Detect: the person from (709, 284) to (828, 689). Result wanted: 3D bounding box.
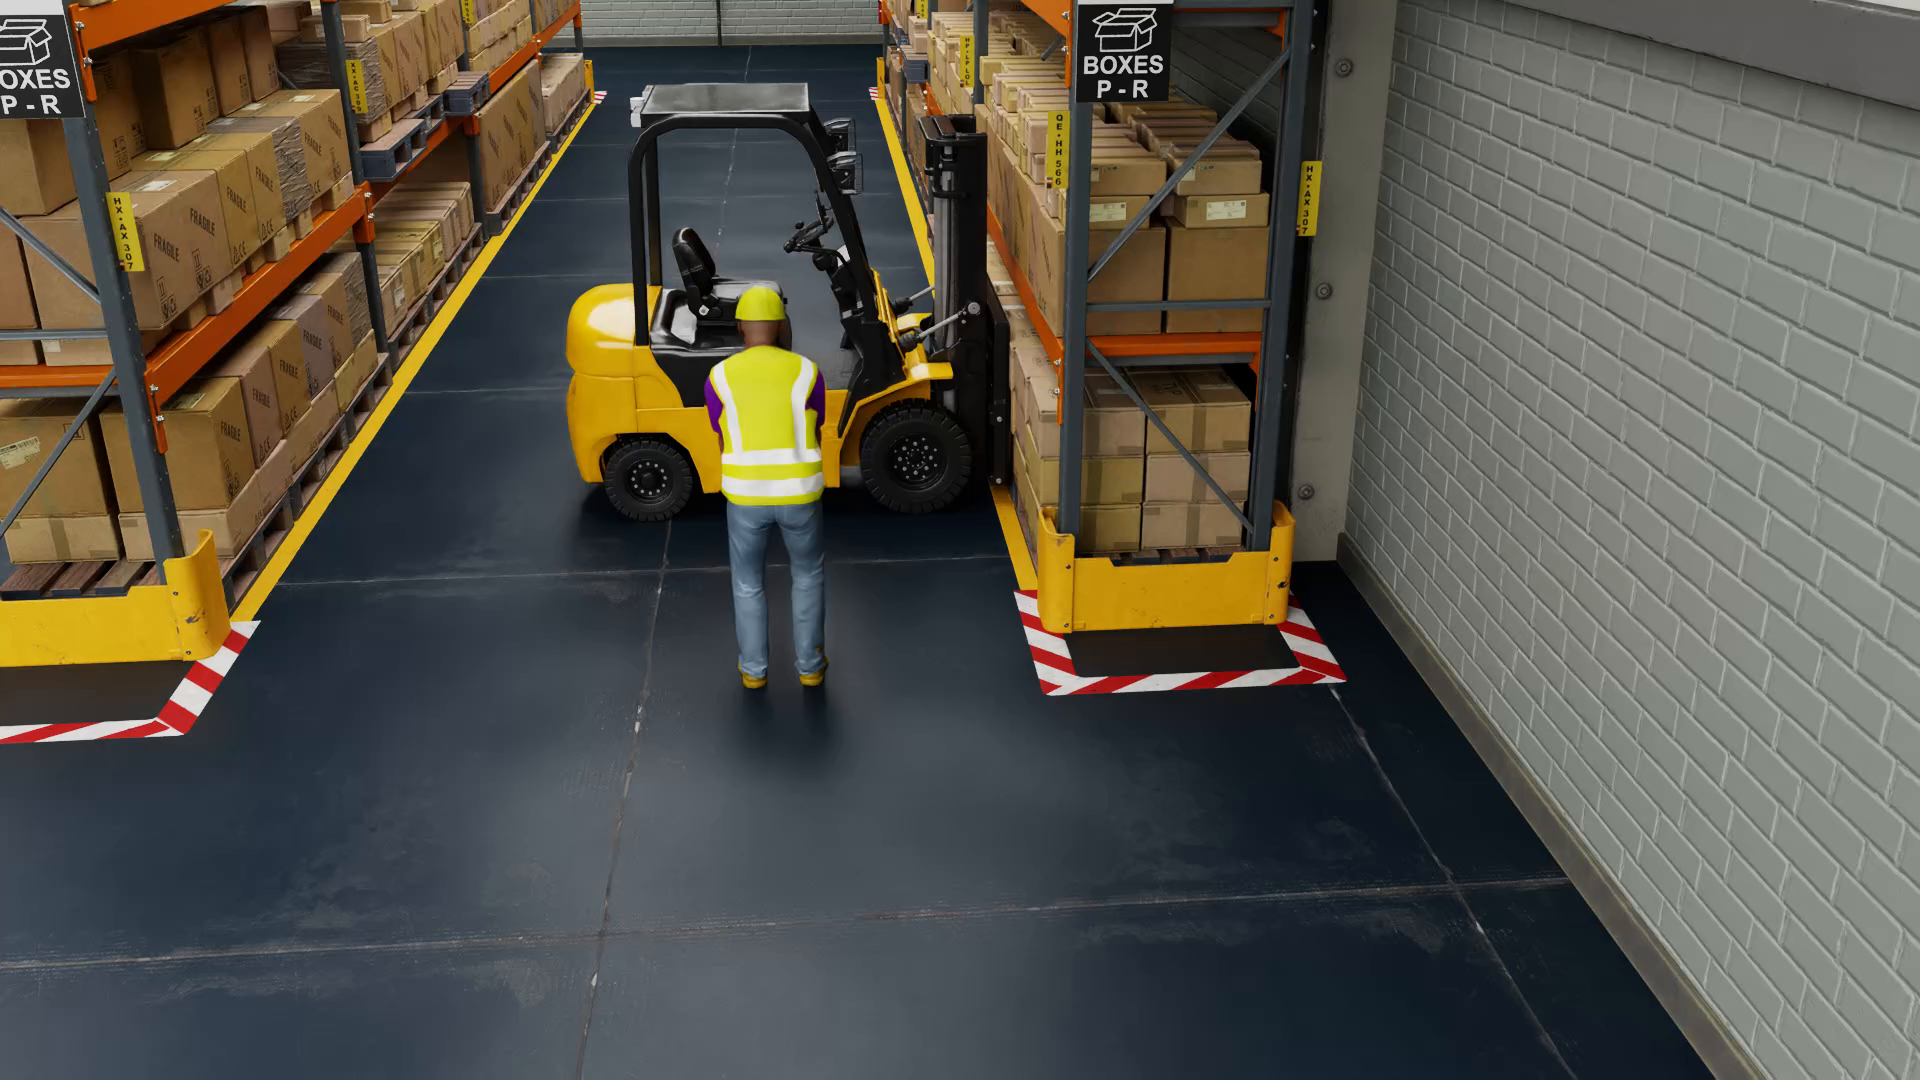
[{"bbox_3d":[-0.809,-0.219,7.110,0.458,1.733,0.532,-3,24,-6],"label":"person"}]
